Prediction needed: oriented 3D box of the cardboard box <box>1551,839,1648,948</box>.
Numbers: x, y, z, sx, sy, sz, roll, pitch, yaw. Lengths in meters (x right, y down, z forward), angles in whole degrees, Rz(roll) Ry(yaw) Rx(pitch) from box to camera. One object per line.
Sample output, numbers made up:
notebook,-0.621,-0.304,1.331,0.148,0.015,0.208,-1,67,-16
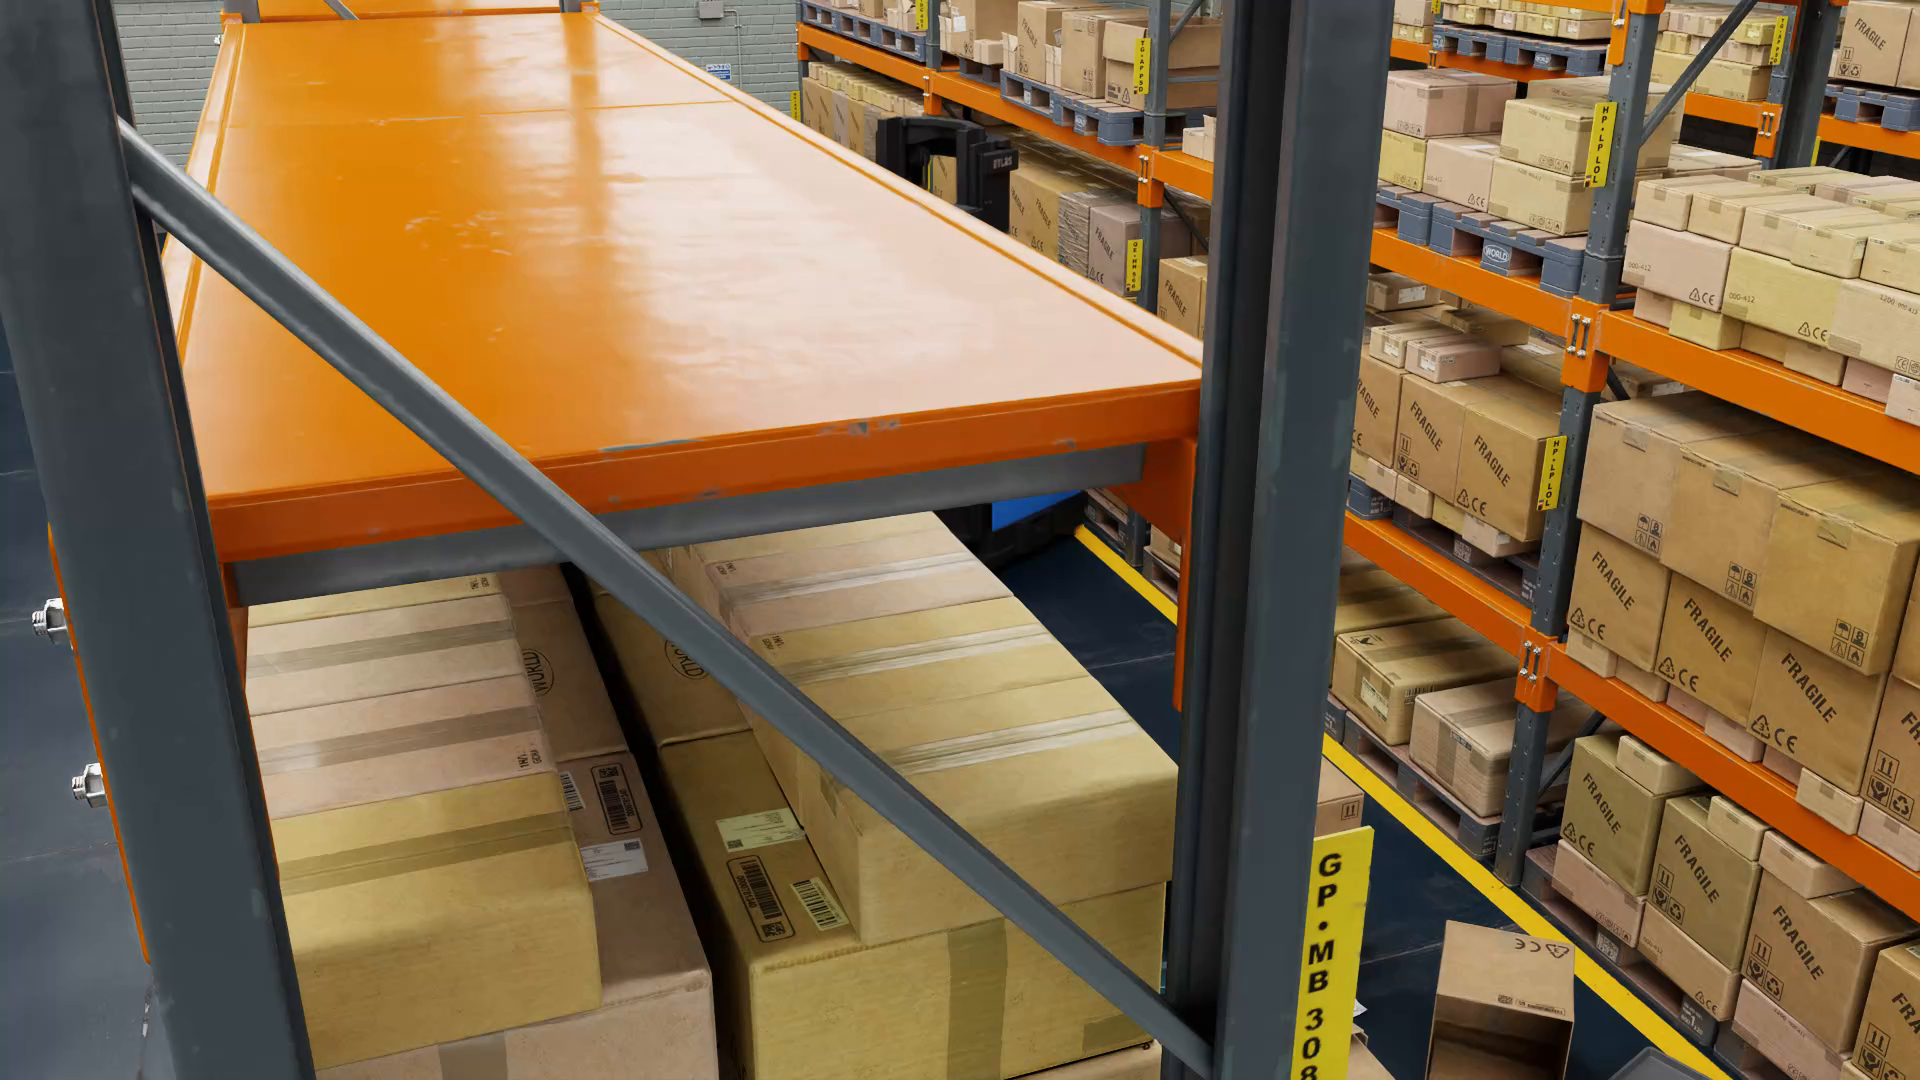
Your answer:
cardboard box,2.990,1.499,7.332,0.500,0.250,0.500,-10,25,-21

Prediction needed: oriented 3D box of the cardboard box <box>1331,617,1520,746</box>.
cardboard box,2.589,0.740,8.975,0.950,0.372,0.625,-7,24,-16

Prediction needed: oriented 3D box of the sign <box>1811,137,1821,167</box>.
sign,3.539,-1.524,6.976,0.100,0.325,0.005,-8,24,-19

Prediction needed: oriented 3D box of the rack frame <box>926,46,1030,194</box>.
rack frame,0.208,-2.733,14.372,1.000,3.000,0.127,-8,24,-19

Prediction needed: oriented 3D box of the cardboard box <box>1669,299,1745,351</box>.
cardboard box,2.953,-0.843,6.349,0.380,0.149,0.250,-8,24,-19

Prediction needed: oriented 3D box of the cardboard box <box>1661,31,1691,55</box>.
cardboard box,5.642,-3.835,12.804,0.380,0.149,0.250,-8,24,-19

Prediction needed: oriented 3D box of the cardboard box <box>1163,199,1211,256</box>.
cardboard box,1.676,-1.999,11.215,0.500,0.500,0.500,-9,25,-21

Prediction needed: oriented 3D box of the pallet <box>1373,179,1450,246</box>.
pallet,2.546,-1.737,8.390,1.213,0.211,1.003,-8,24,-19

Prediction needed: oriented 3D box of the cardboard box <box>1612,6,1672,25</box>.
cardboard box,5.407,-4.152,13.173,0.380,0.149,0.250,-8,24,-19

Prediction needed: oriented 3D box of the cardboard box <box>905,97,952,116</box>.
cardboard box,-0.269,-3.810,14.675,0.380,0.149,0.250,-8,24,-19

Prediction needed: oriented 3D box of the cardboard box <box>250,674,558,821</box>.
cardboard box,-0.671,0.303,1.935,0.380,0.149,0.250,-8,24,-19

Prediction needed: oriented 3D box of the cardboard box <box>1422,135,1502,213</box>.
cardboard box,2.518,-1.710,7.735,0.500,0.250,0.500,-8,24,-18

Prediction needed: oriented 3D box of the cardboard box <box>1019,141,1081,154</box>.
cardboard box,0.790,-2.925,13.412,0.500,0.500,0.500,-8,24,-18

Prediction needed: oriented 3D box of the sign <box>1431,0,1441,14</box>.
sign,4.345,-4.959,15.125,0.100,0.325,0.005,-8,24,-19

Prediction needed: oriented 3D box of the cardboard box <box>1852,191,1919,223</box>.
cardboard box,3.522,-1.184,6.132,0.380,0.149,0.250,-8,24,-18

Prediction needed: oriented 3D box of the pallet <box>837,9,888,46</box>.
pallet,-0.498,-4.816,15.566,1.003,0.211,1.213,-8,24,-19

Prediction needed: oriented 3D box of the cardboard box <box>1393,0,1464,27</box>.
cardboard box,4.446,-5.007,15.715,0.500,0.250,0.500,-8,24,-19

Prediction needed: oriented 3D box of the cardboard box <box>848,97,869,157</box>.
cardboard box,-0.747,-3.926,15.786,0.500,0.500,0.500,-8,24,-19

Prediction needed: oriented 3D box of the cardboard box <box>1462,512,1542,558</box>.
cardboard box,2.594,-0.053,7.797,0.380,0.149,0.250,-8,24,-18

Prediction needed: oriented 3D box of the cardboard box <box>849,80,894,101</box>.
cardboard box,-0.830,-4.256,15.734,0.380,0.149,0.250,-9,24,-20

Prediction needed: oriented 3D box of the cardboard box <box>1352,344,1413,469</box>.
cardboard box,2.303,-0.708,8.514,0.500,0.500,0.500,-7,24,-17

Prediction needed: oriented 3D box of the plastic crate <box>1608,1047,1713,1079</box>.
plastic crate,2.822,2.202,6.422,0.402,0.080,0.583,-18,29,-37

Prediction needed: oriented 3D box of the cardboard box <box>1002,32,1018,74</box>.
cardboard box,0.526,-3.535,12.045,0.396,0.266,0.258,-6,24,-15

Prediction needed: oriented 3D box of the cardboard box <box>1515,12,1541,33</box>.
cardboard box,4.947,-4.388,14.090,0.380,0.149,0.250,-9,24,-20

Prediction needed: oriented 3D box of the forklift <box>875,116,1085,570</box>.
forklift,-0.461,-1.121,10.635,1.130,2.935,3.031,19,29,37

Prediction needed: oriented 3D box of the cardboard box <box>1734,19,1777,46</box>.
cardboard box,5.865,-3.680,12.055,0.380,0.149,0.250,-8,24,-17

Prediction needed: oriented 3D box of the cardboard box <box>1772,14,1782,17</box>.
cardboard box,6.330,-3.864,12.490,0.380,0.149,0.250,-8,24,-19

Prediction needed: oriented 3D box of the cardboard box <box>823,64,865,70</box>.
cardboard box,-1.180,-4.740,16.882,0.380,0.149,0.250,-8,24,-18

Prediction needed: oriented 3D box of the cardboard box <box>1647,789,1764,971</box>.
cardboard box,3.190,1.346,6.728,0.500,0.500,0.500,-7,24,-17

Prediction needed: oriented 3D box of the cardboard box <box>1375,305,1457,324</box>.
cardboard box,2.606,-0.961,9.116,0.500,0.500,0.500,-9,25,-21

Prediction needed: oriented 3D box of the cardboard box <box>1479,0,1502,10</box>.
cardboard box,4.756,-4.705,14.459,0.380,0.149,0.250,-9,24,-20

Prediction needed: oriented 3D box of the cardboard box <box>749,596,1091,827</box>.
cardboard box,-0.056,0.213,2.147,0.380,0.149,0.250,-8,24,-19

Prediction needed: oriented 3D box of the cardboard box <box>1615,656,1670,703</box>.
cardboard box,2.983,0.533,6.948,0.380,0.149,0.250,-8,24,-17

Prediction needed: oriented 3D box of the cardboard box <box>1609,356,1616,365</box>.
cardboard box,5.558,-1.501,14.127,0.500,0.500,0.500,-7,24,-17

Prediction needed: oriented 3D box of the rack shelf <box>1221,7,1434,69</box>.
rack shelf,4.144,-5.193,17.273,1.077,0.370,4.000,-8,24,-19

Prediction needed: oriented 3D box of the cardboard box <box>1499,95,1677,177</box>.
cardboard box,2.710,-1.756,7.202,0.500,0.250,0.500,-8,24,-18

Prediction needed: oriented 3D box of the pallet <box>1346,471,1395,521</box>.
pallet,2.359,-0.478,9.268,1.003,0.211,1.213,-8,24,-19

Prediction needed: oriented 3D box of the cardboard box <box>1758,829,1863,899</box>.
cardboard box,3.259,1.192,6.259,0.380,0.149,0.250,-7,24,-16

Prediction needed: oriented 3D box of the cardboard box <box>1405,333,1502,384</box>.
cardboard box,2.404,-0.887,8.105,0.380,0.149,0.250,-9,25,-21

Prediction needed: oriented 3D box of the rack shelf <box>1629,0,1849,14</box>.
rack shelf,3.741,-1.531,4.727,1.077,0.370,4.000,-8,24,-19

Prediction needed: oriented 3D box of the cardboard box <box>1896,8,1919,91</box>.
cardboard box,6.563,-3.164,10.734,0.700,0.500,0.500,-9,24,-20

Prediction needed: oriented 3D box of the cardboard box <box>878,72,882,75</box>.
cardboard box,-0.609,-4.718,16.831,0.380,0.149,0.250,-9,24,-20

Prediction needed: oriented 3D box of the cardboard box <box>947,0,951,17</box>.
cardboard box,0.197,-4.644,14.245,0.500,0.500,0.500,-8,24,-18

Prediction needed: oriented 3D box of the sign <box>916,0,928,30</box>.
sign,-0.311,-4.313,13.492,0.100,0.325,0.005,-8,24,-19

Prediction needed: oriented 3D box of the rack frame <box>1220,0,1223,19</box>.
rack frame,3.437,-4.869,19.440,1.000,3.000,0.127,-8,24,-19

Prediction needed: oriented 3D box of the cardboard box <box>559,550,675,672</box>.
cardboard box,-0.438,0.075,2.988,0.500,0.250,0.500,-9,24,-19

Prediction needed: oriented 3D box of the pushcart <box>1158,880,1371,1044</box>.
pushcart,0.919,1.713,7.200,1.648,0.377,0.936,-18,29,-37

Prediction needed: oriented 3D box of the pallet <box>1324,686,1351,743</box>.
pallet,2.323,0.732,9.741,1.003,0.211,1.213,-8,24,-19

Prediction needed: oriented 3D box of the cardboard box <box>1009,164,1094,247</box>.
cardboard box,0.663,-2.490,12.380,0.500,0.500,0.500,-9,24,-20

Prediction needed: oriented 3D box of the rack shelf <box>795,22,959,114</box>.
rack shelf,-0.499,-4.511,15.654,1.077,0.370,4.000,-8,24,-19

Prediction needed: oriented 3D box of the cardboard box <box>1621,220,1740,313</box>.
cardboard box,2.933,-1.079,6.396,0.500,0.250,0.500,-9,24,-20

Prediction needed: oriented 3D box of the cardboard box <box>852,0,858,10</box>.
cardboard box,-0.723,-5.216,15.848,0.500,0.311,0.500,-8,24,-18

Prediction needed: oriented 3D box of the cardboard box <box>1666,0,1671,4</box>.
cardboard box,5.634,-4.409,13.758,0.380,0.149,0.250,-8,24,-18

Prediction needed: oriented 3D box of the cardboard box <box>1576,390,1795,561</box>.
cardboard box,2.987,-0.281,6.754,0.700,0.500,0.500,-9,24,-20

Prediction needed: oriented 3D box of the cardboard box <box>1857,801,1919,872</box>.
cardboard box,3.404,1.002,5.835,0.380,0.149,0.250,-8,24,-19

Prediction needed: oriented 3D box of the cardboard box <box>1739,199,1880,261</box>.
cardboard box,3.044,-1.113,5.964,0.380,0.149,0.250,-9,25,-21
